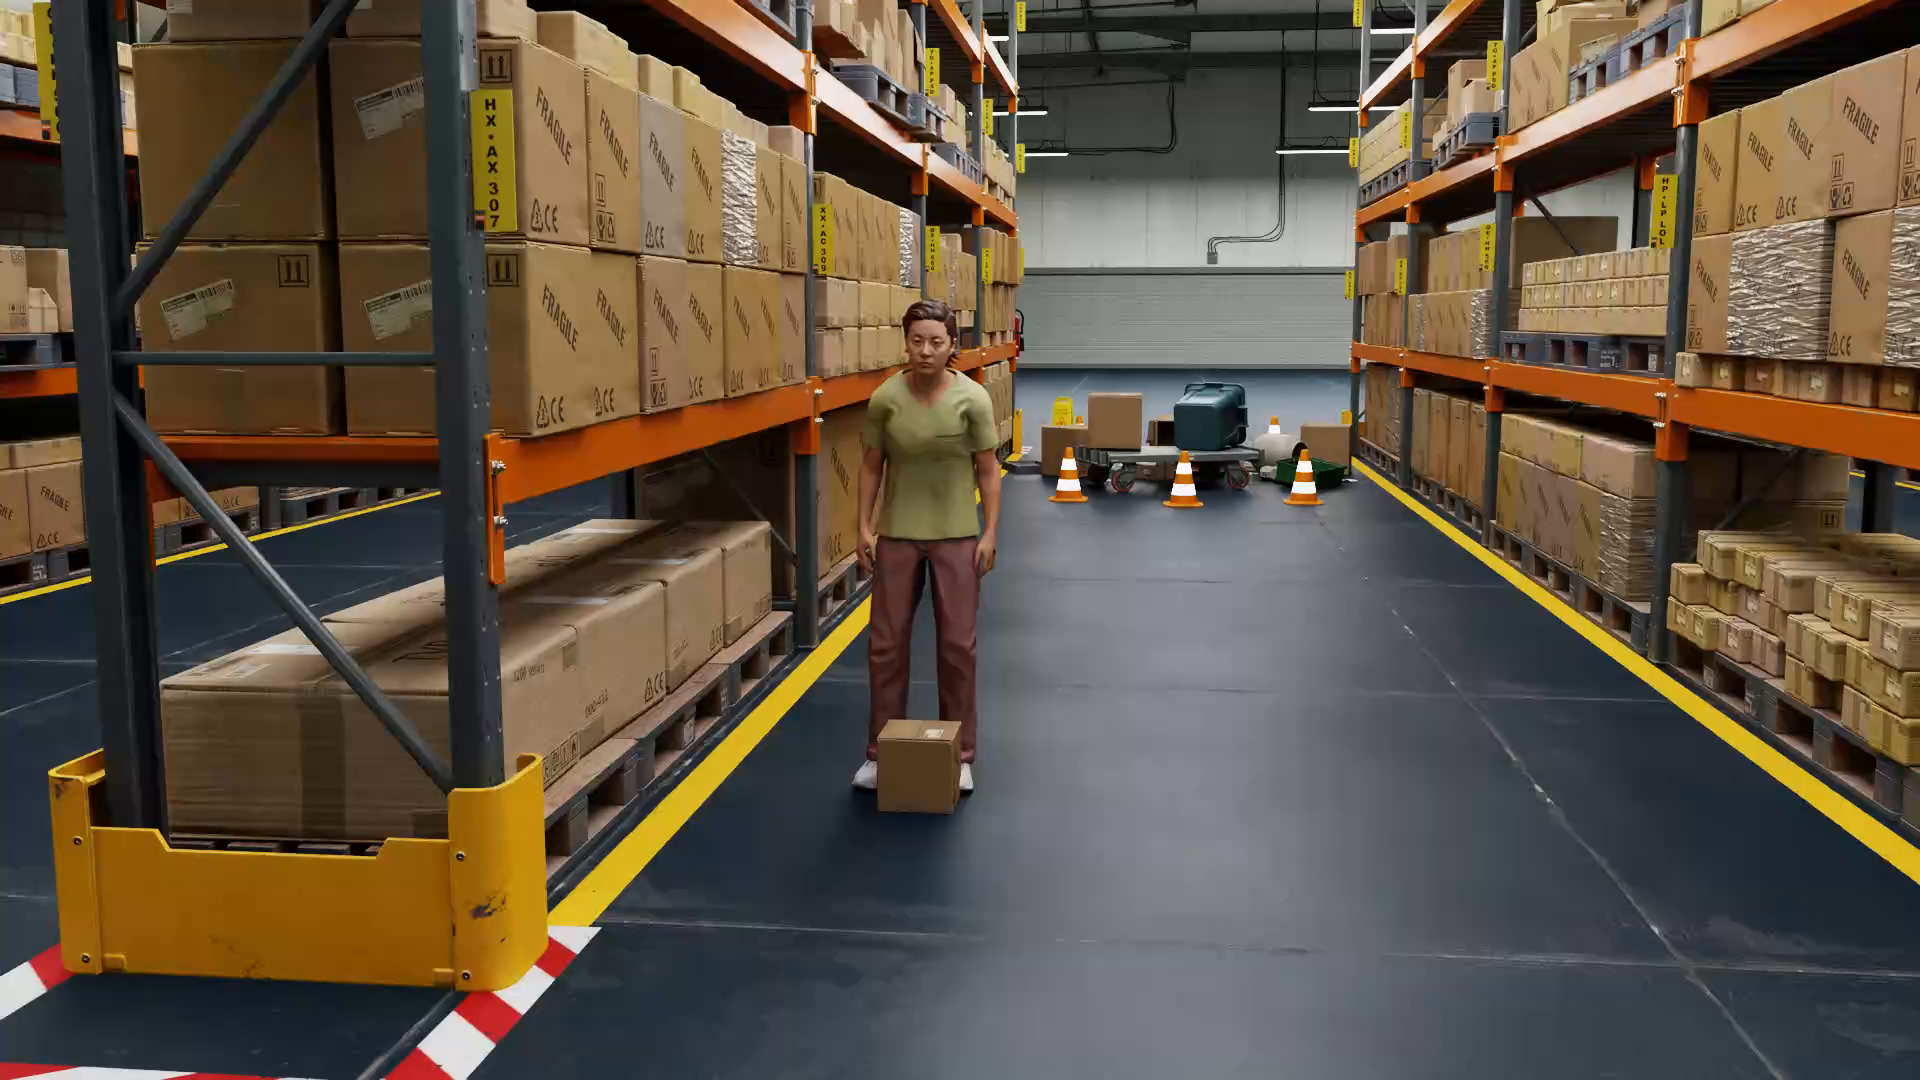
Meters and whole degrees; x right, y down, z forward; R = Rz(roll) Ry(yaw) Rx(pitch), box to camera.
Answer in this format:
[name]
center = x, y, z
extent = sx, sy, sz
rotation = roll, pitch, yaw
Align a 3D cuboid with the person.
[person]
center = -0.113, 0.015, 5.695
extent = 0.496, 1.672, 0.360
rotation = 1, 8, 7
